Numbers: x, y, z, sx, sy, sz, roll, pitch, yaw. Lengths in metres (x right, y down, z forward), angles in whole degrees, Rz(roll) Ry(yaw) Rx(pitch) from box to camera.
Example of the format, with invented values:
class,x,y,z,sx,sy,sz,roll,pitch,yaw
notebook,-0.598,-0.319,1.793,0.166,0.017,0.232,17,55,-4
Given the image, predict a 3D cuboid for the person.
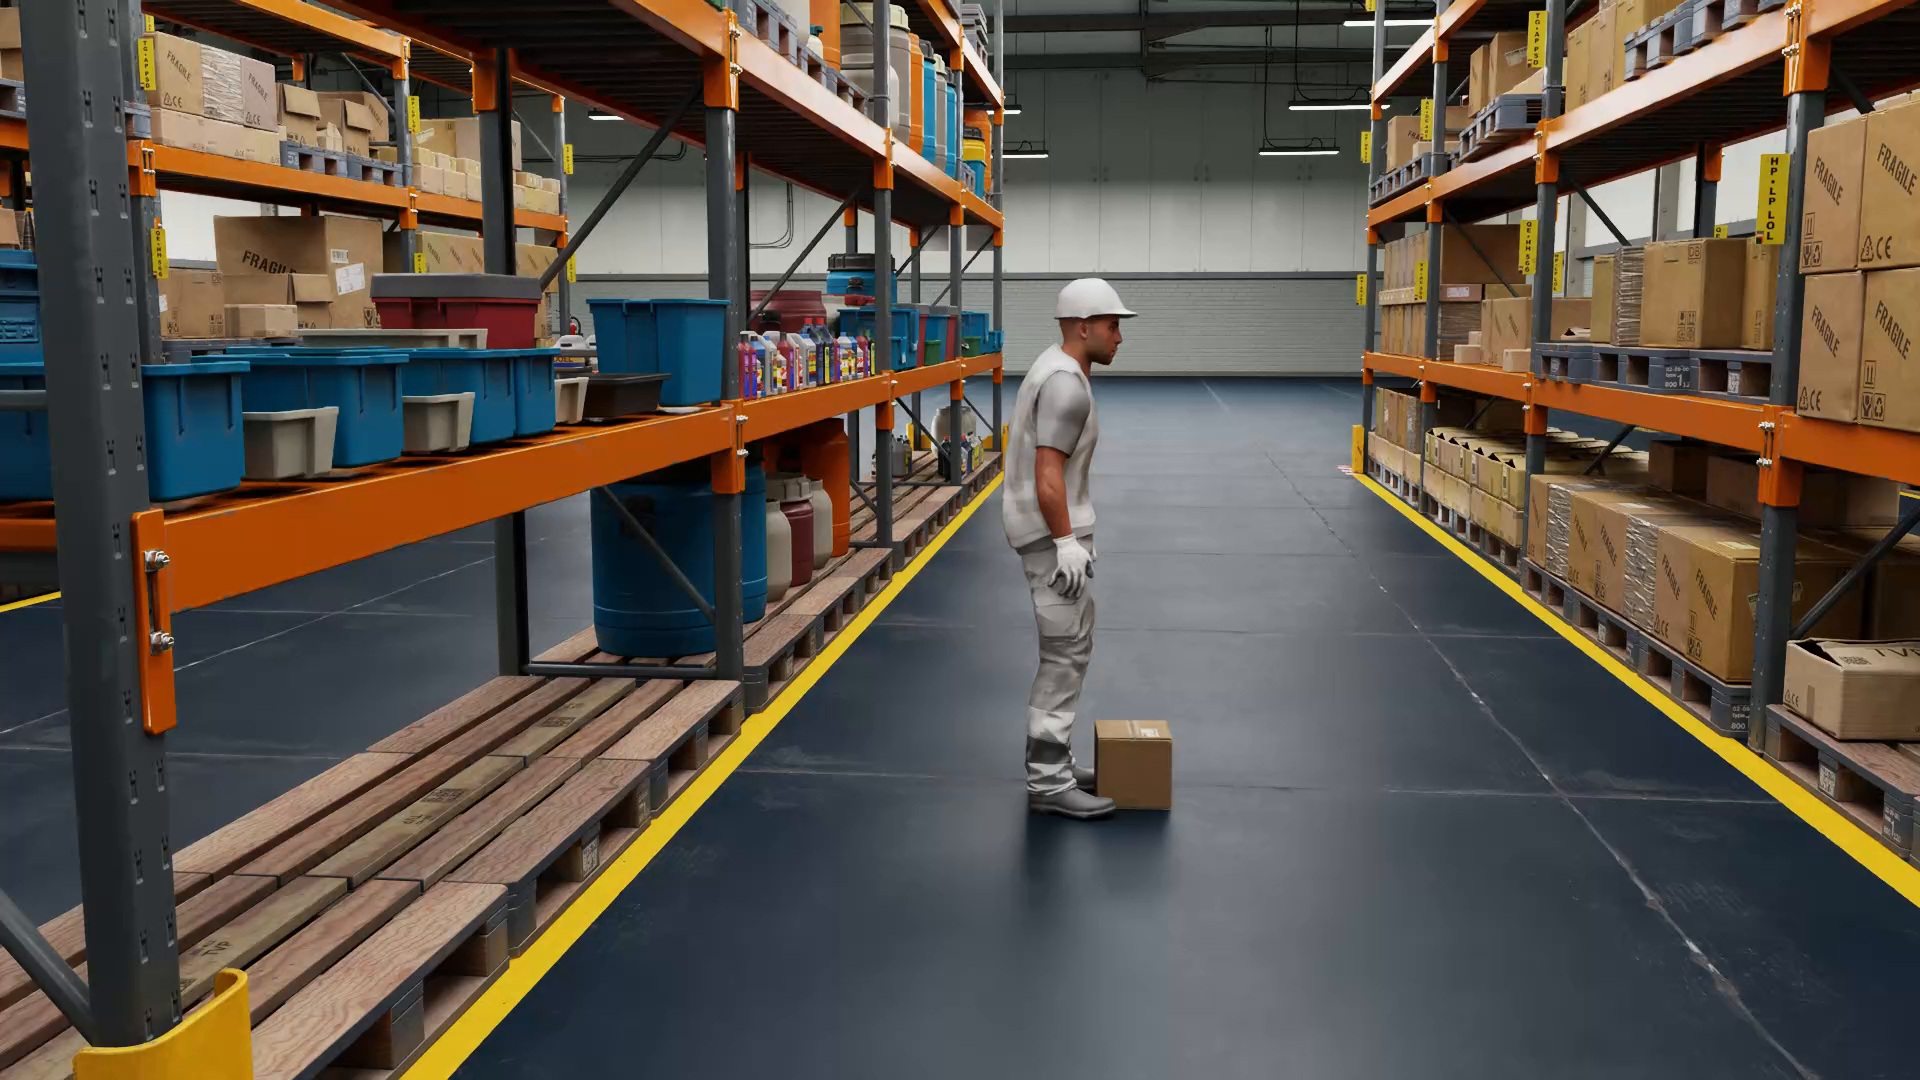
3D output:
class,x,y,z,sx,sy,sz,roll,pitch,yaw
person,0.369,0.011,5.645,0.454,1.779,0.609,1,8,6
